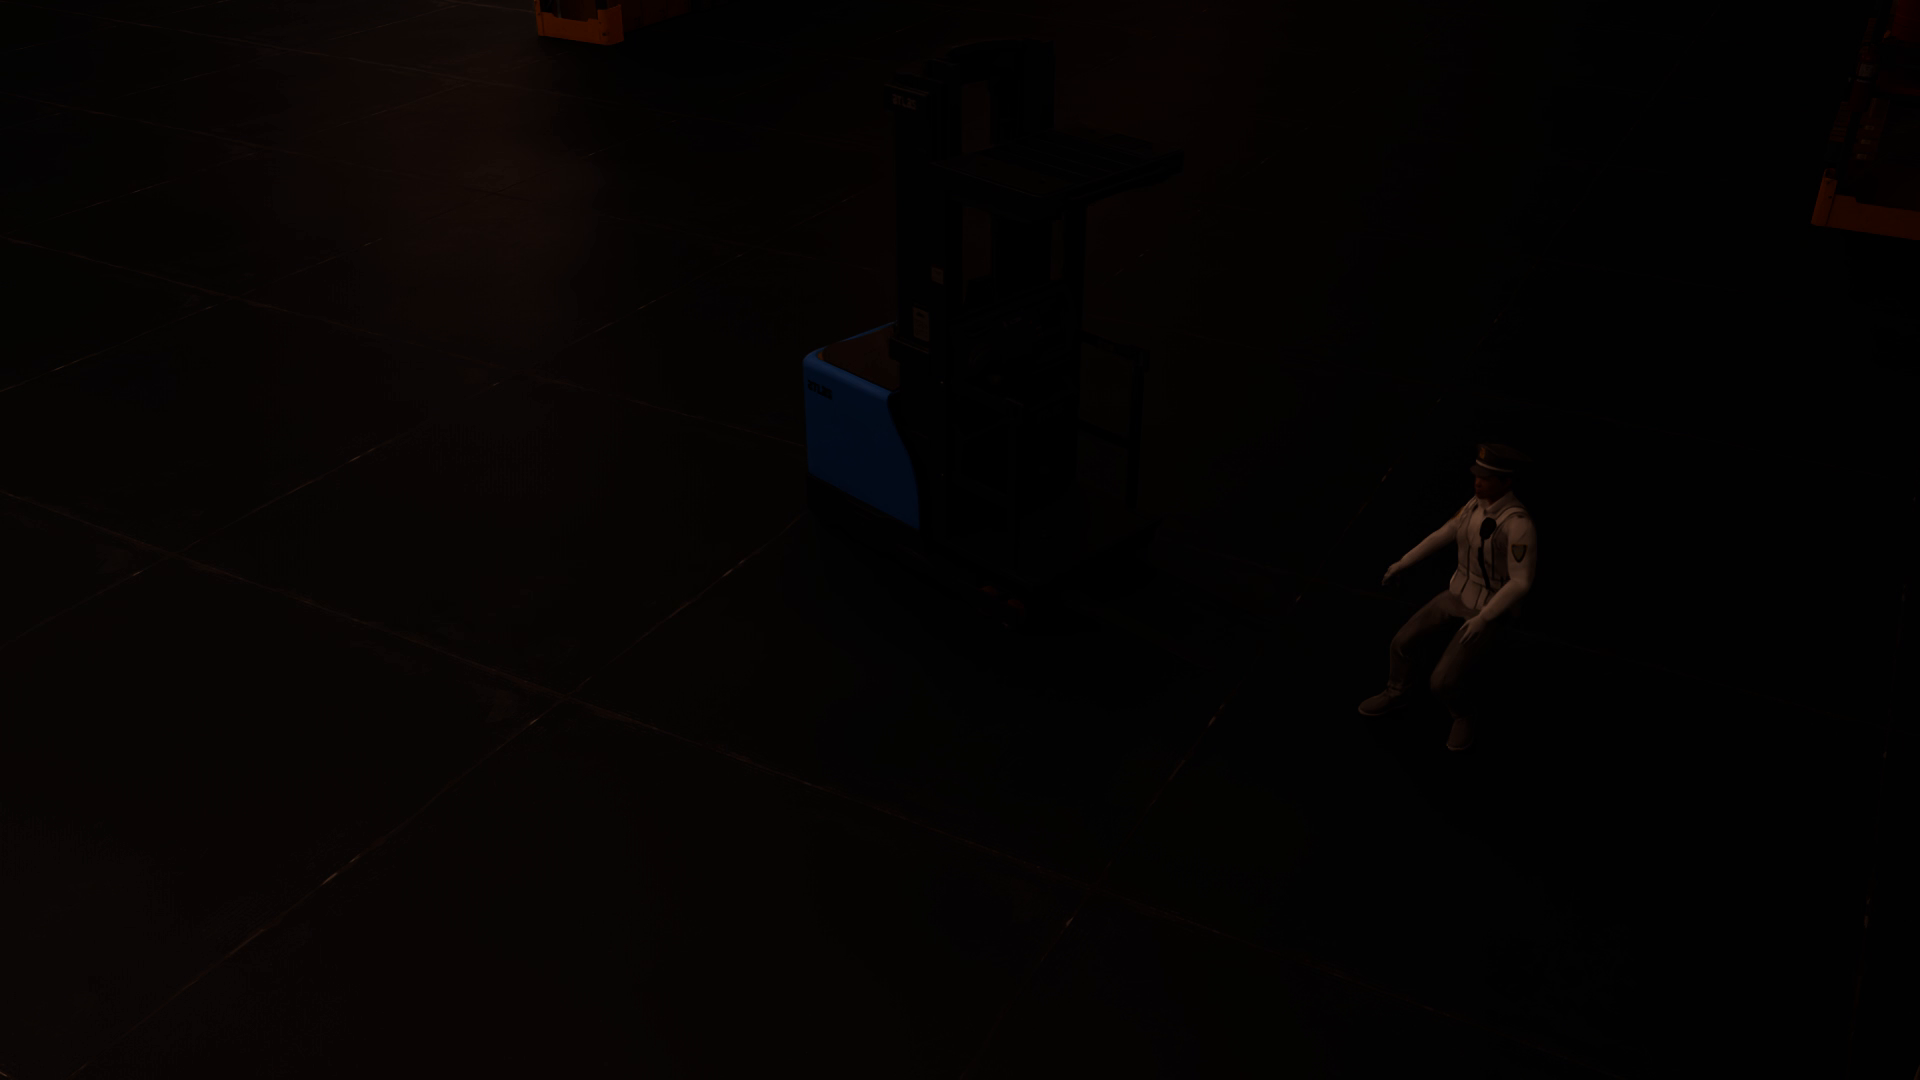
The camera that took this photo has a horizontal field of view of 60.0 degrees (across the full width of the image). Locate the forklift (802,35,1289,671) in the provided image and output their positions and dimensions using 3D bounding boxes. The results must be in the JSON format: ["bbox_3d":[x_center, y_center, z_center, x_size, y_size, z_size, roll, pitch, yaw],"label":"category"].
[{"bbox_3d":[0.449,-1.071,8.927,1.130,2.935,3.031,-26,39,-37],"label":"forklift"}]

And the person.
[{"bbox_3d":[2.348,0.268,7.946,0.553,1.582,0.716,-8,31,-13],"label":"person"}]
